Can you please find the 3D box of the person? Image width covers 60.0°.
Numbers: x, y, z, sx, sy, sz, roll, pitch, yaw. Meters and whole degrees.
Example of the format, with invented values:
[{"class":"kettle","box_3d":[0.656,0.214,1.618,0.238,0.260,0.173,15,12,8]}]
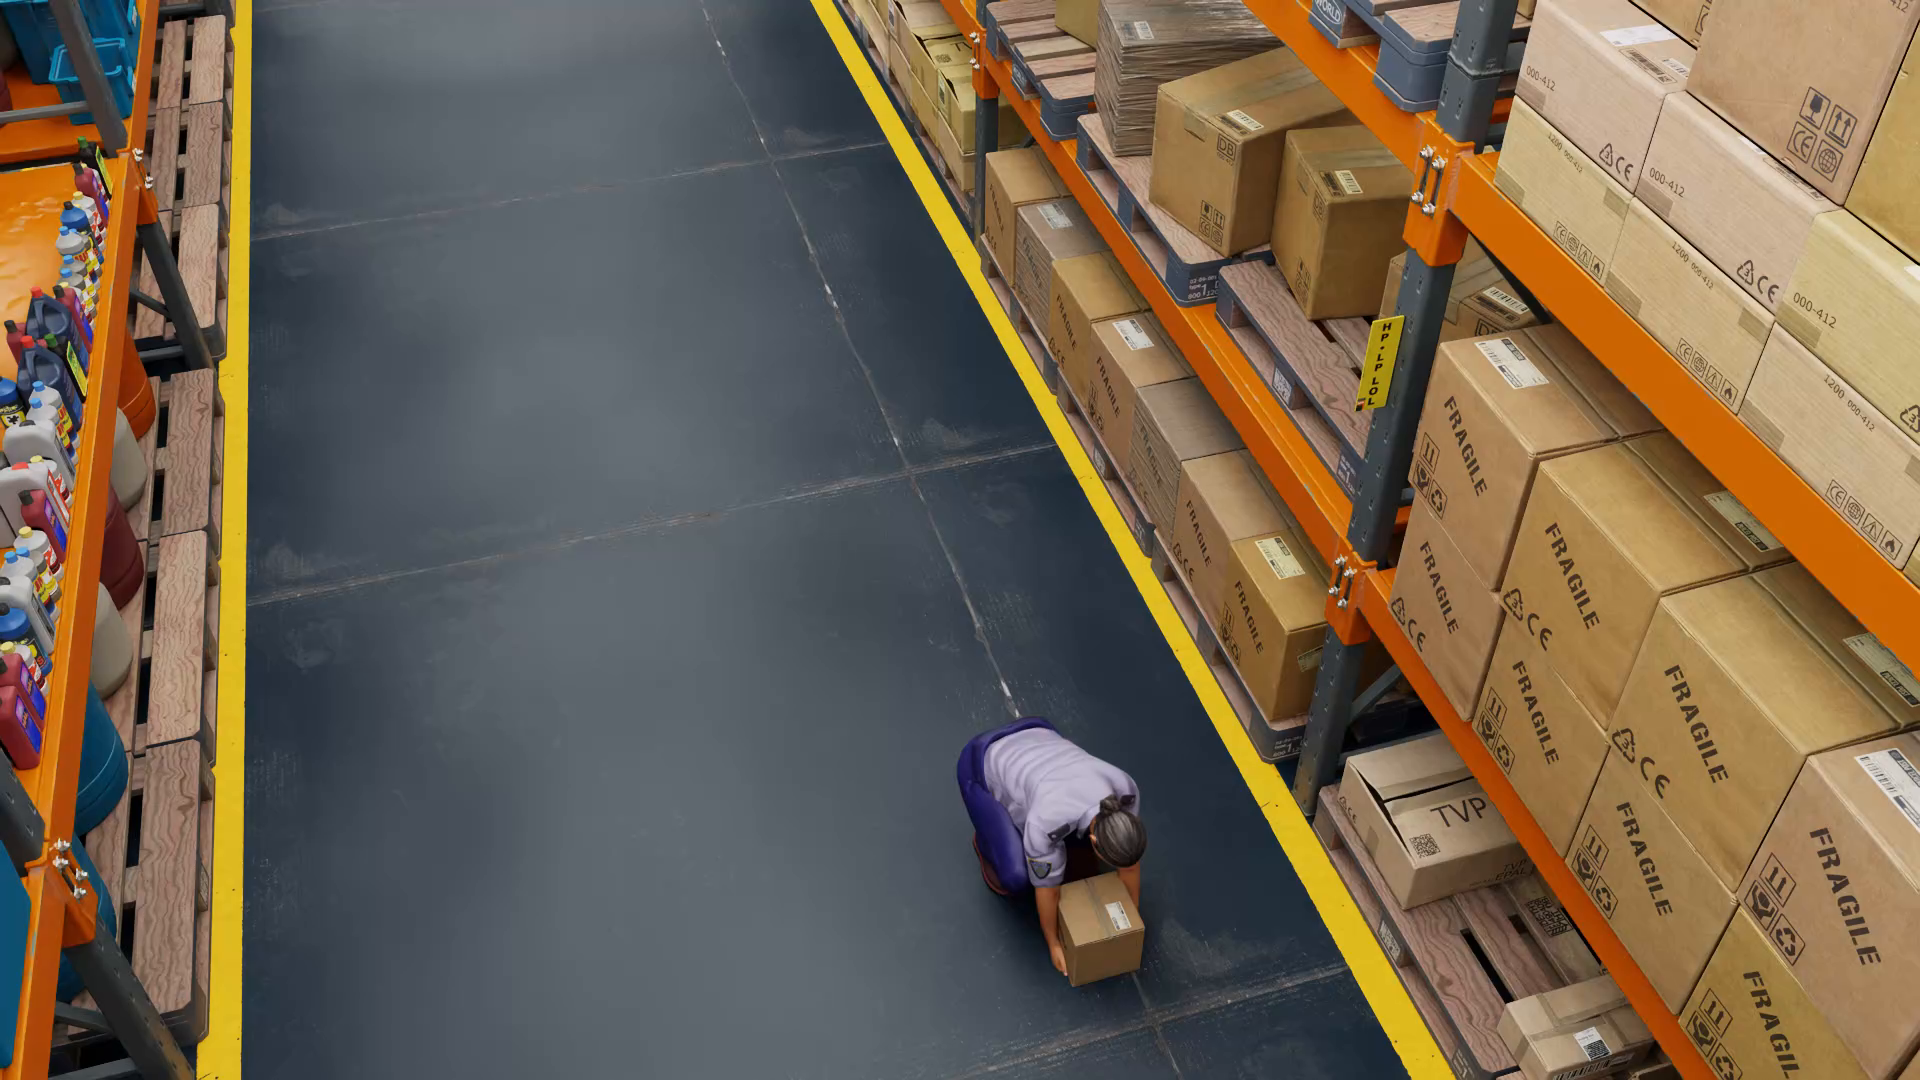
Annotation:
[{"class":"person","box_3d":[0.330,1.001,5.800,0.508,0.807,0.854,-18,45,-19]}]
